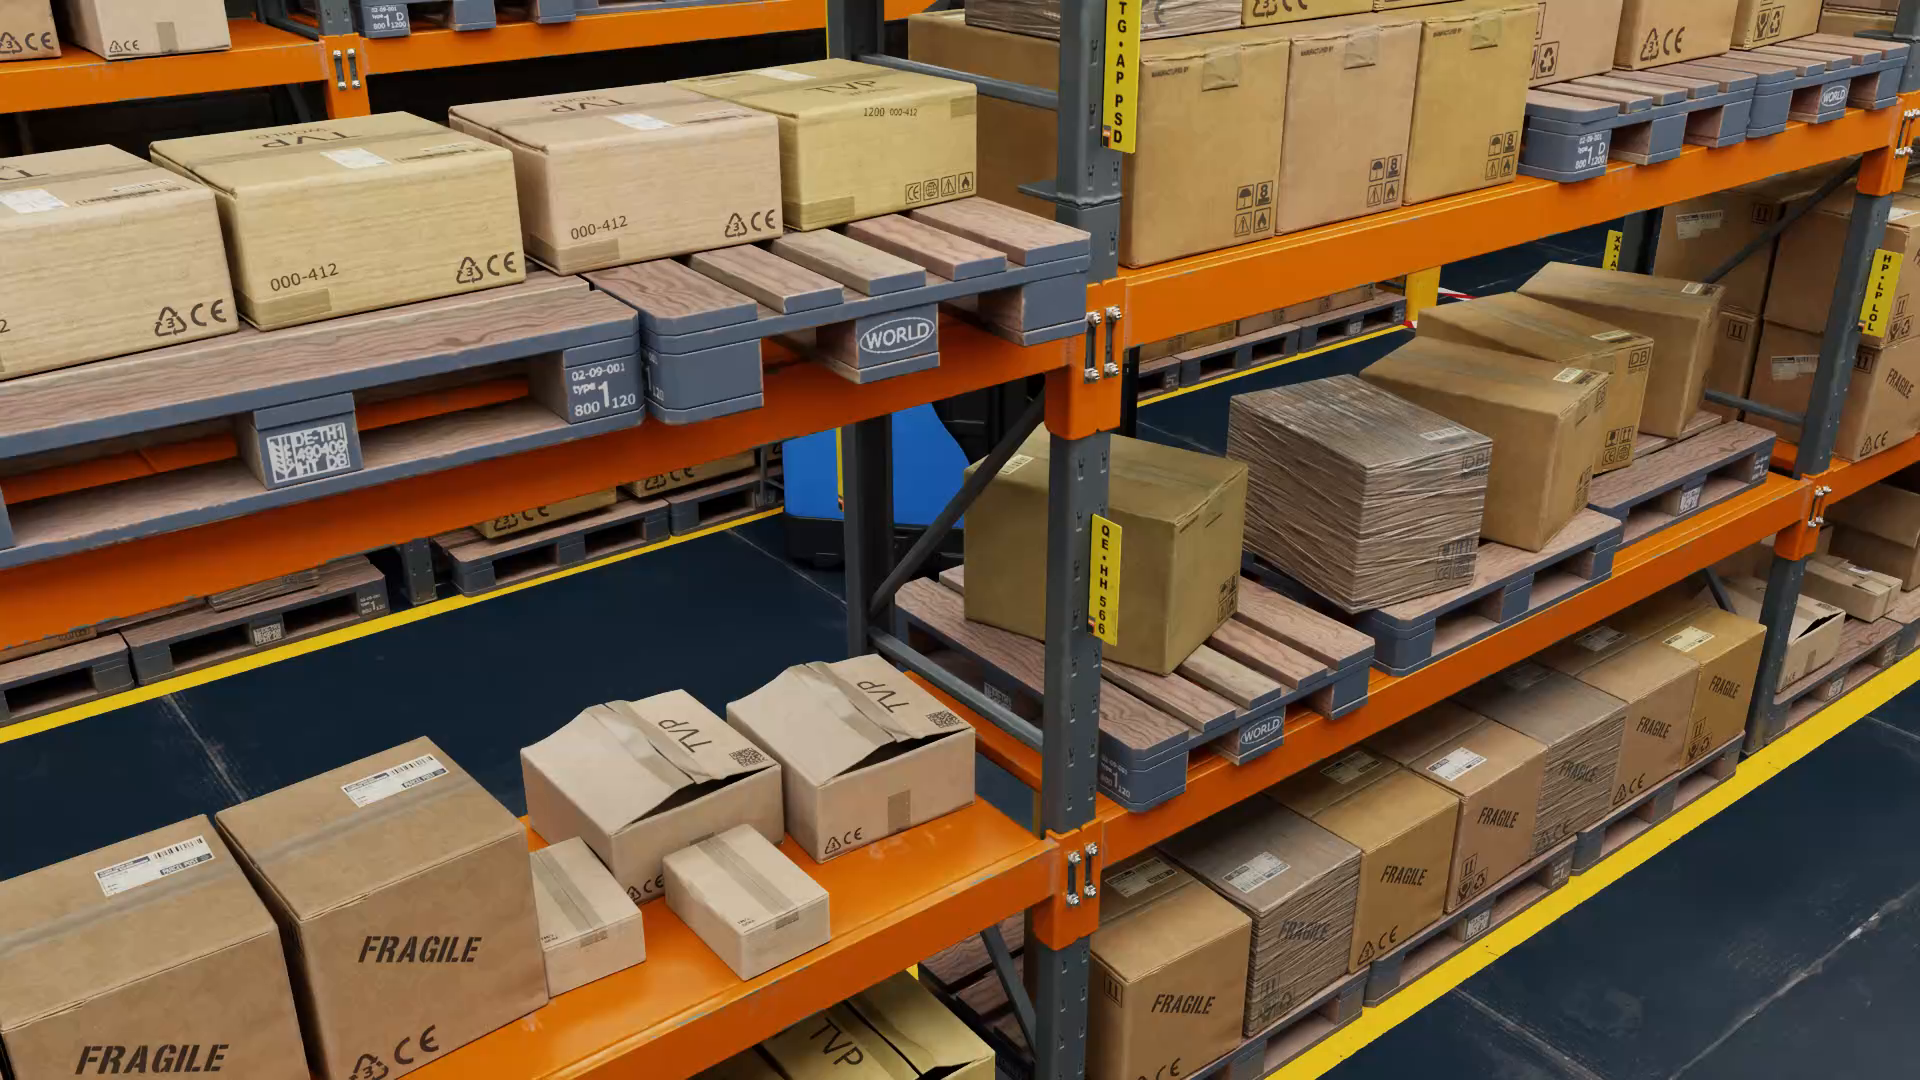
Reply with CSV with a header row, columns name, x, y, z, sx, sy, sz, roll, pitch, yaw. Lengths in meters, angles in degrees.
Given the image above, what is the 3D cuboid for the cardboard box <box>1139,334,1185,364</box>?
name,x,y,z,sx,sy,sz,roll,pitch,yaw
cardboard box,1.148,-1.583,11.568,0.500,0.500,0.700,-19,31,-35

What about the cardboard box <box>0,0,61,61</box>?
name,x,y,z,sx,sy,sz,roll,pitch,yaw
cardboard box,-4.126,-2.308,6.951,0.637,0.503,0.797,-14,28,-27

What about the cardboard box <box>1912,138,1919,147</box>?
name,x,y,z,sx,sy,sz,roll,pitch,yaw
cardboard box,4.592,-1.708,8.060,0.500,0.500,0.500,-19,31,-34

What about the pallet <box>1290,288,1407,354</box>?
name,x,y,z,sx,sy,sz,roll,pitch,yaw
pallet,2.666,-1.777,12.829,1.213,0.211,1.003,-18,31,-34

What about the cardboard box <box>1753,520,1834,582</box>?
name,x,y,z,sx,sy,sz,roll,pitch,yaw
cardboard box,4.022,-0.013,8.387,0.500,0.311,0.500,-18,31,-34

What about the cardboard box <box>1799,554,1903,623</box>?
name,x,y,z,sx,sy,sz,roll,pitch,yaw
cardboard box,4.297,0.224,8.048,0.250,0.166,0.380,-18,31,-34

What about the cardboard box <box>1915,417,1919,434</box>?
name,x,y,z,sx,sy,sz,roll,pitch,yaw
cardboard box,4.129,-0.818,7.331,0.500,0.500,0.500,-18,30,-33

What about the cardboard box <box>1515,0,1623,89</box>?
name,x,y,z,sx,sy,sz,roll,pitch,yaw
cardboard box,1.669,-1.785,5.233,0.600,0.600,0.600,-20,31,-36

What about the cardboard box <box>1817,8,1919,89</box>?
name,x,y,z,sx,sy,sz,roll,pitch,yaw
cardboard box,3.694,-1.934,6.468,0.500,0.250,0.500,-18,31,-34

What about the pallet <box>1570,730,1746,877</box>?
name,x,y,z,sx,sy,sz,roll,pitch,yaw
pallet,2.542,0.892,7.077,1.213,0.211,1.003,-18,31,-34

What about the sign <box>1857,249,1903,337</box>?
name,x,y,z,sx,sy,sz,roll,pitch,yaw
sign,3.504,-0.939,6.335,0.005,0.325,0.100,-18,31,-34

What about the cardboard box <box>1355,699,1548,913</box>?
name,x,y,z,sx,sy,sz,roll,pitch,yaw
cardboard box,1.759,0.949,6.088,0.500,0.500,0.500,-19,31,-36

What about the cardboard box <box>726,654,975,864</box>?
name,x,y,z,sx,sy,sz,roll,pitch,yaw
cardboard box,-0.302,0.563,4.580,0.500,0.311,0.500,-16,29,-31

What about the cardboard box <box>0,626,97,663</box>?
name,x,y,z,sx,sy,sz,roll,pitch,yaw
cardboard box,-4.434,0.175,7.757,0.500,0.500,0.700,-18,31,-34

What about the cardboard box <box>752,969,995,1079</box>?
name,x,y,z,sx,sy,sz,roll,pitch,yaw
cardboard box,-0.249,1.462,4.637,0.500,0.311,0.500,-17,30,-33

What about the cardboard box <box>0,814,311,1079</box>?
name,x,y,z,sx,sy,sz,roll,pitch,yaw
cardboard box,-1.714,0.975,3.467,0.500,0.500,0.500,-18,30,-34

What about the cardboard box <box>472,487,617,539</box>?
name,x,y,z,sx,sy,sz,roll,pitch,yaw
cardboard box,-2.389,-0.561,8.949,0.750,0.750,0.750,-19,31,-35

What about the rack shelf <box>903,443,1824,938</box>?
name,x,y,z,sx,sy,sz,roll,pitch,yaw
rack shelf,1.585,0.249,6.004,4.000,0.370,1.077,-18,31,-34

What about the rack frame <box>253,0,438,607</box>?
name,x,y,z,sx,sy,sz,roll,pitch,yaw
rack frame,-3.049,-1.198,8.267,0.127,3.000,1.000,-18,31,-34

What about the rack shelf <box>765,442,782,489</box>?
name,x,y,z,sx,sy,sz,roll,pitch,yaw
rack shelf,-0.805,-0.522,9.424,0.480,0.518,0.431,-12,25,-39

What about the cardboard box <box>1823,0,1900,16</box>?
name,x,y,z,sx,sy,sz,roll,pitch,yaw
cardboard box,3.694,-2.160,6.362,0.500,0.250,0.500,-18,31,-34

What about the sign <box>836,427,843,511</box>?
name,x,y,z,sx,sy,sz,roll,pitch,yaw
sign,-0.331,-0.224,4.889,0.005,0.325,0.100,-18,31,-34

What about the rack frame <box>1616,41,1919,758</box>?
name,x,y,z,sx,sy,sz,roll,pitch,yaw
rack frame,3.158,-0.597,6.972,0.127,3.000,1.000,-18,31,-34

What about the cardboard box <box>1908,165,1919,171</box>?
name,x,y,z,sx,sy,sz,roll,pitch,yaw
cardboard box,4.513,-1.392,7.380,0.500,0.500,0.500,-19,31,-35

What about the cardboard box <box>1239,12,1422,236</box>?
name,x,y,z,sx,sy,sz,roll,pitch,yaw
cardboard box,0.735,-1.221,4.635,0.500,0.500,0.910,-18,31,-34

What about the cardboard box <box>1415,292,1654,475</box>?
name,x,y,z,sx,sy,sz,roll,pitch,yaw
cardboard box,2.146,-0.584,6.327,0.500,0.500,0.700,-13,28,-26

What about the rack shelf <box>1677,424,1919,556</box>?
name,x,y,z,sx,sy,sz,roll,pitch,yaw
rack shelf,4.732,-0.790,8.243,4.000,0.370,1.077,-18,31,-34

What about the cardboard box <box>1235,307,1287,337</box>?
name,x,y,z,sx,sy,sz,roll,pitch,yaw
cardboard box,1.968,-1.857,12.158,0.500,0.500,0.700,-19,31,-36

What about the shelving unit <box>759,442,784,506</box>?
name,x,y,z,sx,sy,sz,roll,pitch,yaw
shelving unit,-0.759,-1.195,9.192,0.503,2.100,0.431,-12,25,-39

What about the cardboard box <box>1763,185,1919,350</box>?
name,x,y,z,sx,sy,sz,roll,pitch,yaw
cardboard box,3.703,-1.125,6.804,0.500,0.500,0.500,-17,30,-33

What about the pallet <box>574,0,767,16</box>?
name,x,y,z,sx,sy,sz,roll,pitch,yaw
pallet,-1.697,-2.949,8.702,1.213,0.211,1.003,-17,30,-32

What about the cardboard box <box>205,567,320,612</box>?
name,x,y,z,sx,sy,sz,roll,pitch,yaw
cardboard box,-3.583,-0.059,8.261,0.500,0.500,0.700,-18,30,-33

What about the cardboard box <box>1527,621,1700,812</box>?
name,x,y,z,sx,sy,sz,roll,pitch,yaw
cardboard box,2.553,0.686,6.655,0.500,0.500,0.500,-18,30,-34

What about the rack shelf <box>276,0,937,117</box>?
name,x,y,z,sx,sy,sz,roll,pitch,yaw
rack shelf,-1.475,-2.751,8.907,4.000,0.370,1.077,-18,31,-34

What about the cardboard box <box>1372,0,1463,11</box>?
name,x,y,z,sx,sy,sz,roll,pitch,yaw
cardboard box,1.161,-1.793,4.681,0.500,0.500,0.500,-18,31,-34

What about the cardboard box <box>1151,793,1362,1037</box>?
name,x,y,z,sx,sy,sz,roll,pitch,yaw
cardboard box,0.954,1.215,5.515,0.500,0.500,0.500,-20,31,-36

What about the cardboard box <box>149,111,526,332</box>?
name,x,y,z,sx,sy,sz,roll,pitch,yaw
cardboard box,-1.170,-0.617,3.133,0.500,0.250,0.500,-19,31,-35

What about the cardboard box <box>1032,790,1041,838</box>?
name,x,y,z,sx,sy,sz,roll,pitch,yaw
cardboard box,0.602,1.056,5.858,0.500,0.500,0.500,-17,30,-32

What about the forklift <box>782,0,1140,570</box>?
name,x,y,z,sx,sy,sz,roll,pitch,yaw
forklift,0.618,-1.287,8.540,3.031,2.935,1.130,4,25,8

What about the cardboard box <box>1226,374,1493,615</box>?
name,x,y,z,sx,sy,sz,roll,pitch,yaw
cardboard box,1.274,-0.169,5.433,0.500,0.500,0.700,-12,28,-24

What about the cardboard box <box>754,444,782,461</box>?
name,x,y,z,sx,sy,sz,roll,pitch,yaw
cardboard box,-1.030,-1.008,9.914,0.750,0.750,0.750,-17,30,-33

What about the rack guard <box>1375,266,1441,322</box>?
name,x,y,z,sx,sy,sz,roll,pitch,yaw
rack guard,3.265,-2.148,13.285,0.348,0.500,1.175,-18,31,-34

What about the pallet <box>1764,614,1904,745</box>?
name,x,y,z,sx,sy,sz,roll,pitch,yaw
pallet,3.699,0.490,7.943,1.213,0.211,1.003,-18,31,-34

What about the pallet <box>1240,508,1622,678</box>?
name,x,y,z,sx,sy,sz,roll,pitch,yaw
pallet,1.538,0.023,5.866,1.213,0.211,1.003,-18,31,-34

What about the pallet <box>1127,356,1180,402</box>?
name,x,y,z,sx,sy,sz,roll,pitch,yaw
pallet,0.745,-1.143,11.463,1.213,0.211,1.003,-18,31,-34

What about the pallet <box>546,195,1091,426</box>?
name,x,y,z,sx,sy,sz,roll,pitch,yaw
pallet,-0.468,-0.627,3.698,1.003,0.211,1.213,-17,30,-32

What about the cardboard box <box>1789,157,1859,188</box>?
name,x,y,z,sx,sy,sz,roll,pitch,yaw
cardboard box,3.798,-1.447,7.497,0.500,0.500,0.500,-19,31,-35

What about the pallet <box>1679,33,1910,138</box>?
name,x,y,z,sx,sy,sz,roll,pitch,yaw
pallet,2.602,-1.726,6.066,1.003,0.211,1.213,-18,31,-34

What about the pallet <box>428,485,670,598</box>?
name,x,y,z,sx,sy,sz,roll,pitch,yaw
pallet,-2.382,-0.113,9.242,1.213,0.211,1.003,-18,31,-34

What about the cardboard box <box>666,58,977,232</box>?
name,x,y,z,sx,sy,sz,roll,pitch,yaw
cardboard box,-0.312,-0.904,3.751,0.500,0.250,0.500,-21,32,-38

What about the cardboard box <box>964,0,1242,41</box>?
name,x,y,z,sx,sy,sz,roll,pitch,yaw
cardboard box,0.358,-1.528,4.110,0.500,0.500,0.500,-18,31,-34

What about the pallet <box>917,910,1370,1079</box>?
name,x,y,z,sx,sy,sz,roll,pitch,yaw
pallet,0.622,1.526,5.711,1.213,0.211,1.003,-18,31,-34

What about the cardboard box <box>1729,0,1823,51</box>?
name,x,y,z,sx,sy,sz,roll,pitch,yaw
cardboard box,2.717,-2.132,5.981,0.600,0.600,0.600,-22,33,-39

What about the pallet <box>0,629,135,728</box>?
name,x,y,z,sx,sy,sz,roll,pitch,yaw
pallet,-4.624,0.585,7.739,1.213,0.211,1.003,-18,31,-34

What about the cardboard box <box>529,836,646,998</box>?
name,x,y,z,sx,sy,sz,roll,pitch,yaw
cardboard box,-0.958,0.906,4.032,0.250,0.149,0.380,-16,29,-30

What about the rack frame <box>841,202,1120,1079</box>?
name,x,y,z,sx,sy,sz,roll,pitch,yaw
rack frame,0.011,0.442,4.734,0.127,3.000,1.000,-18,31,-34

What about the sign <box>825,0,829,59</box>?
name,x,y,z,sx,sy,sz,roll,pitch,yaw
sign,-0.322,-1.333,4.382,0.005,0.325,0.100,-18,31,-34

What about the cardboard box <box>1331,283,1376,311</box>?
name,x,y,z,sx,sy,sz,roll,pitch,yaw
cardboard box,2.757,-2.117,12.720,0.500,0.500,0.700,-18,31,-34

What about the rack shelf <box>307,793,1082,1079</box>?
name,x,y,z,sx,sy,sz,roll,pitch,yaw
rack shelf,-1.563,1.288,3.766,4.000,0.370,1.077,-18,31,-34
